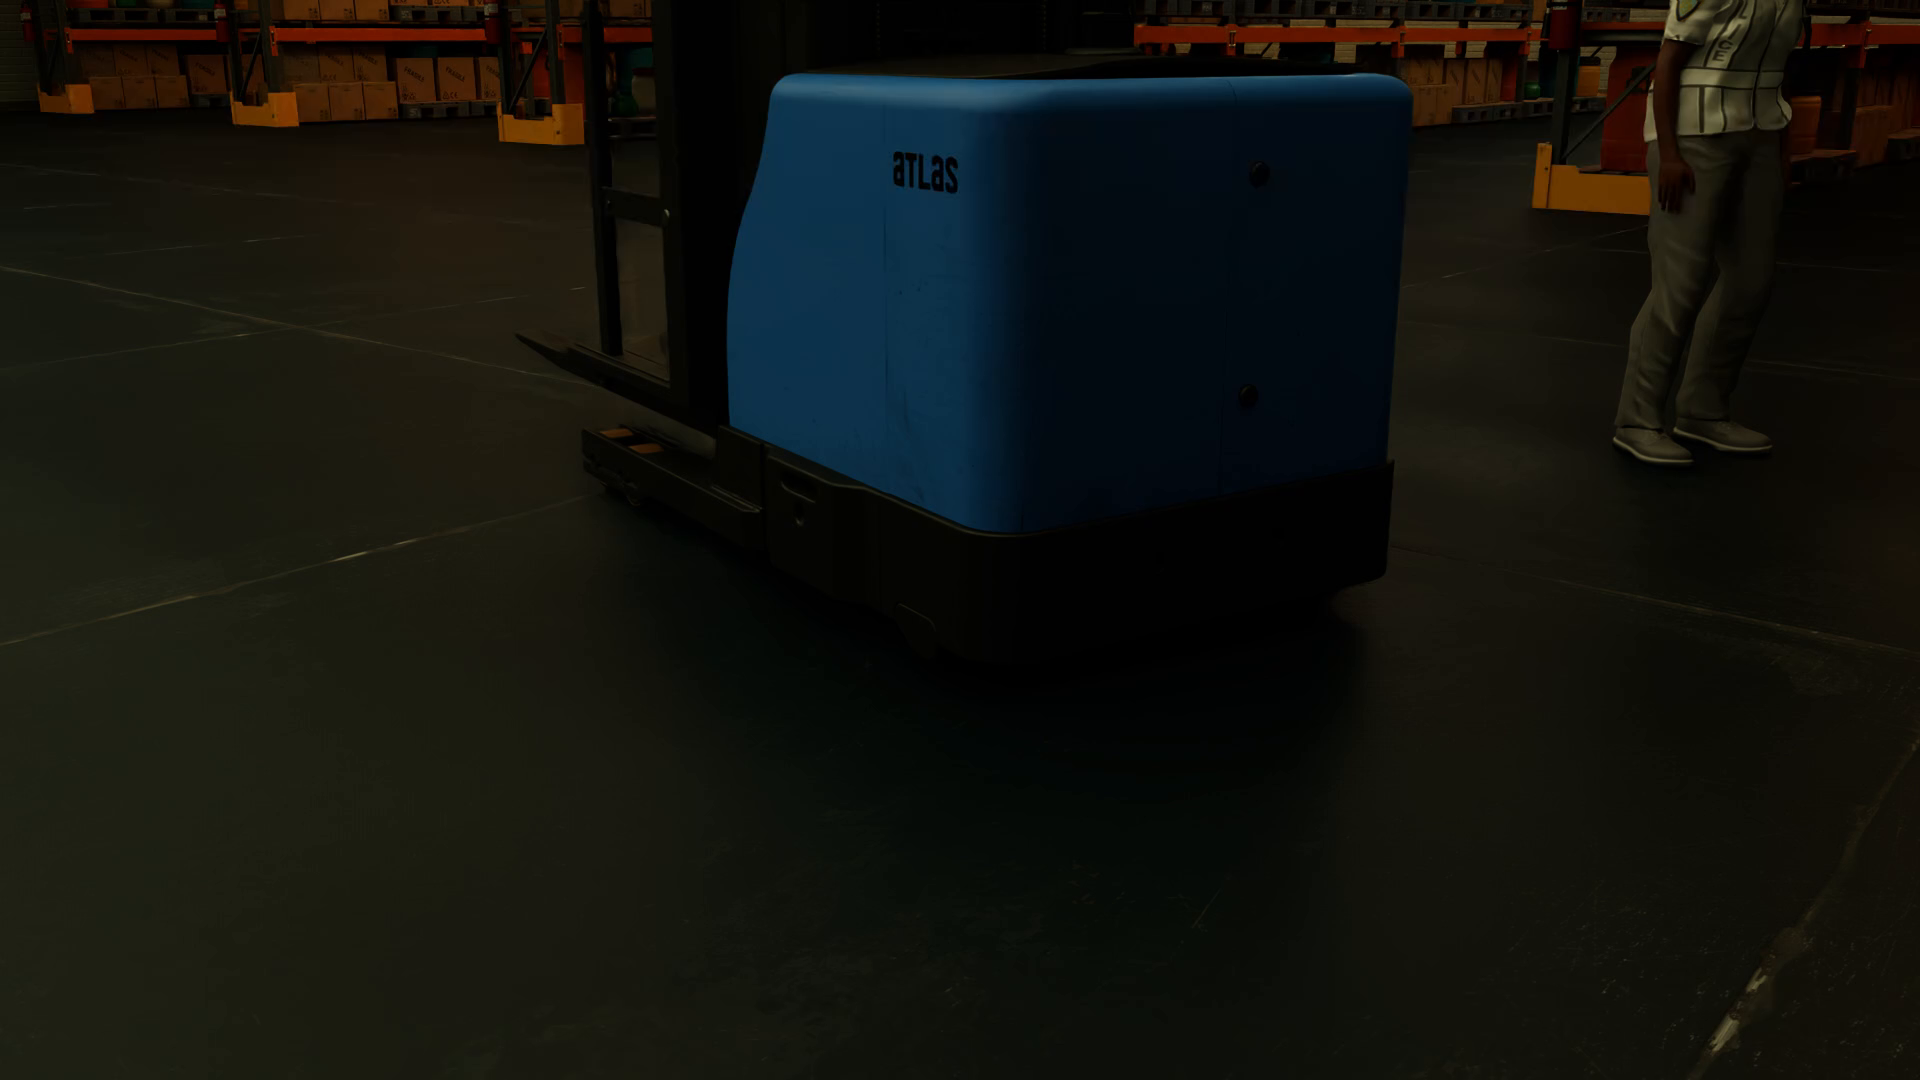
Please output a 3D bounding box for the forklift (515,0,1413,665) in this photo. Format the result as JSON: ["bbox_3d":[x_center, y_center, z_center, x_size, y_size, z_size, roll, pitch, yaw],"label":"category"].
[{"bbox_3d":[-0.336,-1.551,4.004,1.130,2.935,3.031,-11,20,-32],"label":"forklift"}]

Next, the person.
[{"bbox_3d":[2.099,-1.054,4.565,0.507,1.656,0.394,-8,19,-25],"label":"person"}]
